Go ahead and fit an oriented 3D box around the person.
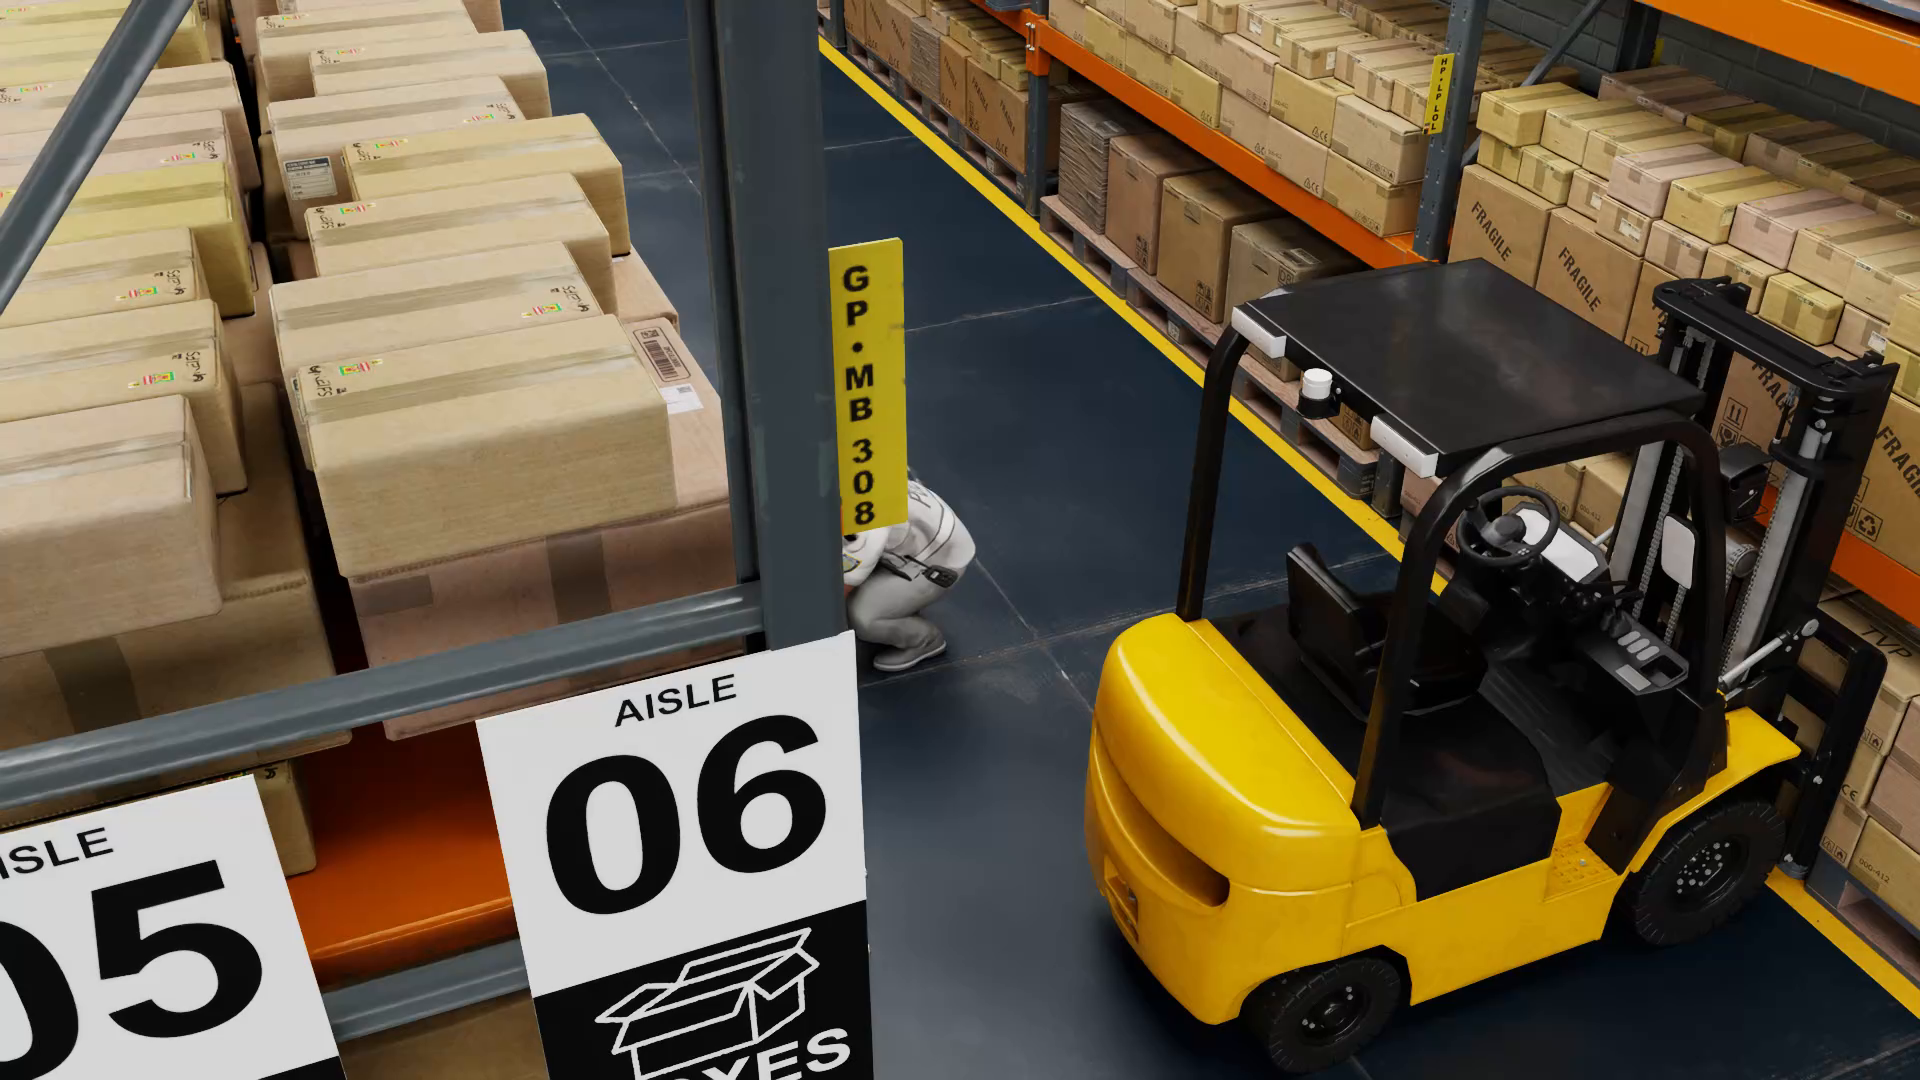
[{"bbox_3d":[-0.387,0.042,6.761,0.909,1.008,0.560,-13,35,-19],"label":"person"}]
